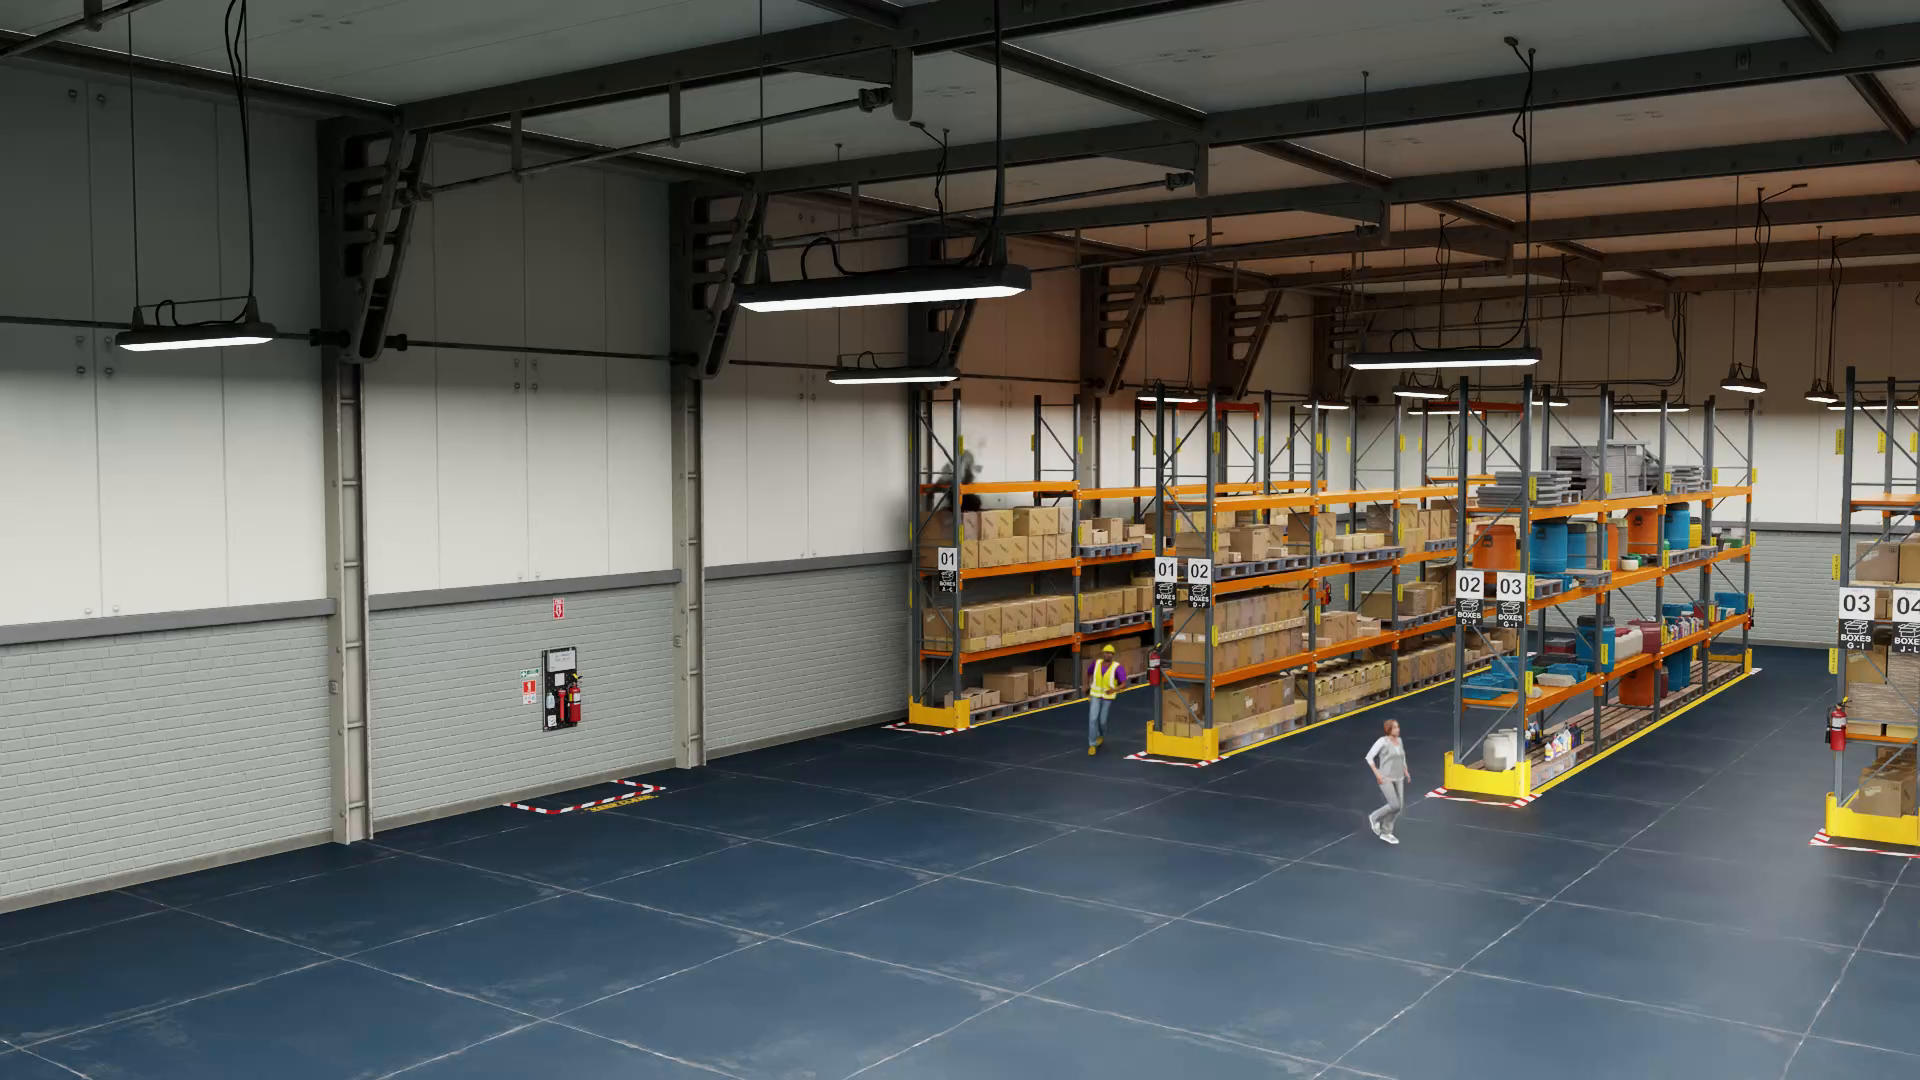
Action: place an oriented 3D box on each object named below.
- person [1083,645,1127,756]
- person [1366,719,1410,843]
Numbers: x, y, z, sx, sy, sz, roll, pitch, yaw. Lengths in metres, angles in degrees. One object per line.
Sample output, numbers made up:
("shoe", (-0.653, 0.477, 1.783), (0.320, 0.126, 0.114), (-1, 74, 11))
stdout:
("person", (2.368, 2.583, 27.166), (0.726, 1.762, 0.841), (1, 3, 13))
("person", (5.408, 3.077, 20.975), (0.559, 1.475, 0.486), (-2, 4, -29))
